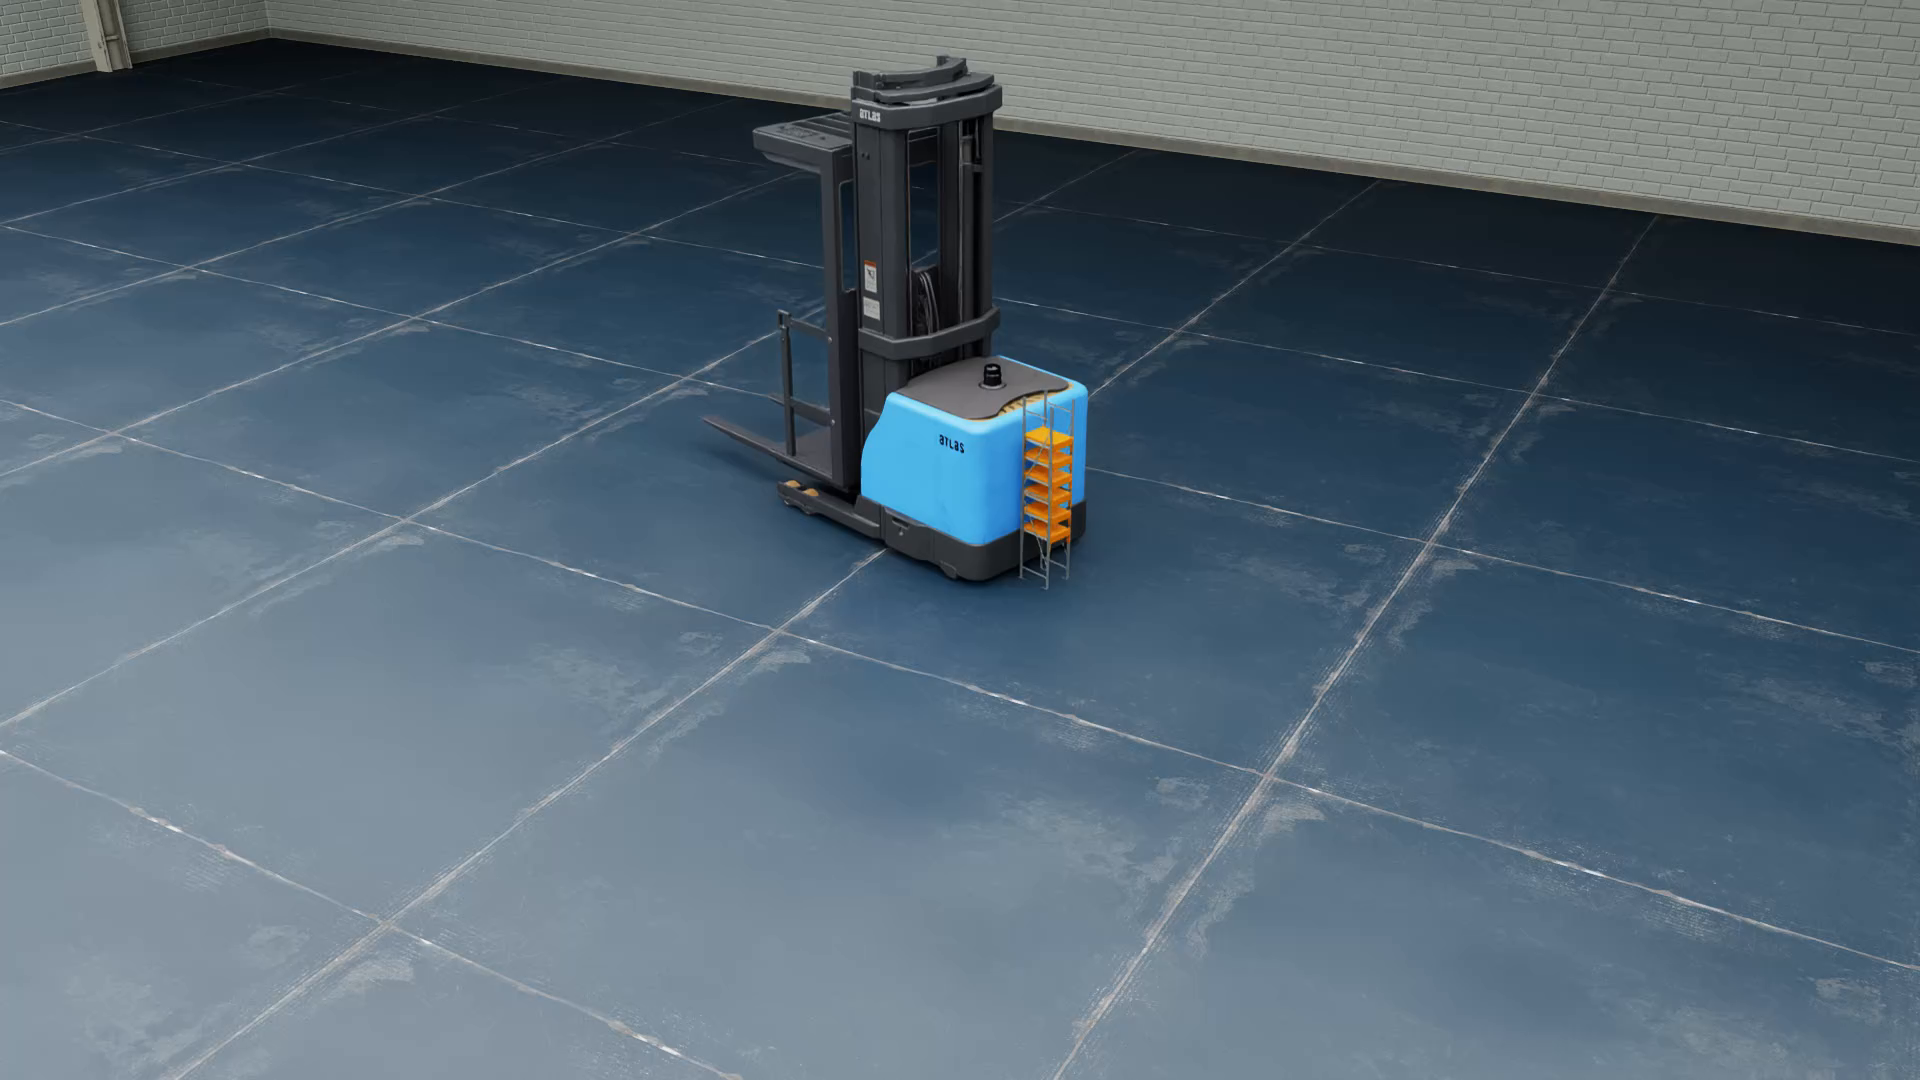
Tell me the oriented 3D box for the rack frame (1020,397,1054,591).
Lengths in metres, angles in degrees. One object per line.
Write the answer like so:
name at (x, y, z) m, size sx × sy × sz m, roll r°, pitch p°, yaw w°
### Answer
rack frame at (0.455, -0.266, 9.940) m, size 0.006 × 1.200 × 0.240 m, roll -24°, pitch 35°, yaw -39°

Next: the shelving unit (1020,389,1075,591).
shelving unit at (0.520, -0.295, 9.998) m, size 0.189 × 1.200 × 0.258 m, roll -24°, pitch 35°, yaw -39°

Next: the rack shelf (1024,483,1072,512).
rack shelf at (0.520, -0.255, 10.017) m, size 0.180 × 0.103 × 0.258 m, roll -24°, pitch 35°, yaw -39°

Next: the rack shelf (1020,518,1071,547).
rack shelf at (0.520, -0.040, 10.125) m, size 0.180 × 0.103 × 0.258 m, roll -24°, pitch 35°, yaw -39°

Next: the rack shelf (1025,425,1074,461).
rack shelf at (0.520, -0.577, 9.856) m, size 0.180 × 0.103 × 0.258 m, roll -24°, pitch 35°, yaw -39°

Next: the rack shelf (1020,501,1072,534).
rack shelf at (0.520, -0.148, 10.071) m, size 0.180 × 0.103 × 0.258 m, roll -24°, pitch 35°, yaw -39°

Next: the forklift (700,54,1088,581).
forklift at (-0.585, -1.626, 10.724) m, size 1.130 × 2.935 × 3.031 m, roll -24°, pitch 35°, yaw -39°

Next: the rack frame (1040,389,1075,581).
rack frame at (0.585, -0.323, 10.055) m, size 0.006 × 1.200 × 0.240 m, roll -24°, pitch 35°, yaw -39°

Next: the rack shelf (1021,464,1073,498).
rack shelf at (0.520, -0.362, 9.964) m, size 0.180 × 0.103 × 0.258 m, roll -24°, pitch 35°, yaw -39°

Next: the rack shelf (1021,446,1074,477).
rack shelf at (0.520, -0.469, 9.910) m, size 0.180 × 0.103 × 0.258 m, roll -24°, pitch 35°, yaw -39°
